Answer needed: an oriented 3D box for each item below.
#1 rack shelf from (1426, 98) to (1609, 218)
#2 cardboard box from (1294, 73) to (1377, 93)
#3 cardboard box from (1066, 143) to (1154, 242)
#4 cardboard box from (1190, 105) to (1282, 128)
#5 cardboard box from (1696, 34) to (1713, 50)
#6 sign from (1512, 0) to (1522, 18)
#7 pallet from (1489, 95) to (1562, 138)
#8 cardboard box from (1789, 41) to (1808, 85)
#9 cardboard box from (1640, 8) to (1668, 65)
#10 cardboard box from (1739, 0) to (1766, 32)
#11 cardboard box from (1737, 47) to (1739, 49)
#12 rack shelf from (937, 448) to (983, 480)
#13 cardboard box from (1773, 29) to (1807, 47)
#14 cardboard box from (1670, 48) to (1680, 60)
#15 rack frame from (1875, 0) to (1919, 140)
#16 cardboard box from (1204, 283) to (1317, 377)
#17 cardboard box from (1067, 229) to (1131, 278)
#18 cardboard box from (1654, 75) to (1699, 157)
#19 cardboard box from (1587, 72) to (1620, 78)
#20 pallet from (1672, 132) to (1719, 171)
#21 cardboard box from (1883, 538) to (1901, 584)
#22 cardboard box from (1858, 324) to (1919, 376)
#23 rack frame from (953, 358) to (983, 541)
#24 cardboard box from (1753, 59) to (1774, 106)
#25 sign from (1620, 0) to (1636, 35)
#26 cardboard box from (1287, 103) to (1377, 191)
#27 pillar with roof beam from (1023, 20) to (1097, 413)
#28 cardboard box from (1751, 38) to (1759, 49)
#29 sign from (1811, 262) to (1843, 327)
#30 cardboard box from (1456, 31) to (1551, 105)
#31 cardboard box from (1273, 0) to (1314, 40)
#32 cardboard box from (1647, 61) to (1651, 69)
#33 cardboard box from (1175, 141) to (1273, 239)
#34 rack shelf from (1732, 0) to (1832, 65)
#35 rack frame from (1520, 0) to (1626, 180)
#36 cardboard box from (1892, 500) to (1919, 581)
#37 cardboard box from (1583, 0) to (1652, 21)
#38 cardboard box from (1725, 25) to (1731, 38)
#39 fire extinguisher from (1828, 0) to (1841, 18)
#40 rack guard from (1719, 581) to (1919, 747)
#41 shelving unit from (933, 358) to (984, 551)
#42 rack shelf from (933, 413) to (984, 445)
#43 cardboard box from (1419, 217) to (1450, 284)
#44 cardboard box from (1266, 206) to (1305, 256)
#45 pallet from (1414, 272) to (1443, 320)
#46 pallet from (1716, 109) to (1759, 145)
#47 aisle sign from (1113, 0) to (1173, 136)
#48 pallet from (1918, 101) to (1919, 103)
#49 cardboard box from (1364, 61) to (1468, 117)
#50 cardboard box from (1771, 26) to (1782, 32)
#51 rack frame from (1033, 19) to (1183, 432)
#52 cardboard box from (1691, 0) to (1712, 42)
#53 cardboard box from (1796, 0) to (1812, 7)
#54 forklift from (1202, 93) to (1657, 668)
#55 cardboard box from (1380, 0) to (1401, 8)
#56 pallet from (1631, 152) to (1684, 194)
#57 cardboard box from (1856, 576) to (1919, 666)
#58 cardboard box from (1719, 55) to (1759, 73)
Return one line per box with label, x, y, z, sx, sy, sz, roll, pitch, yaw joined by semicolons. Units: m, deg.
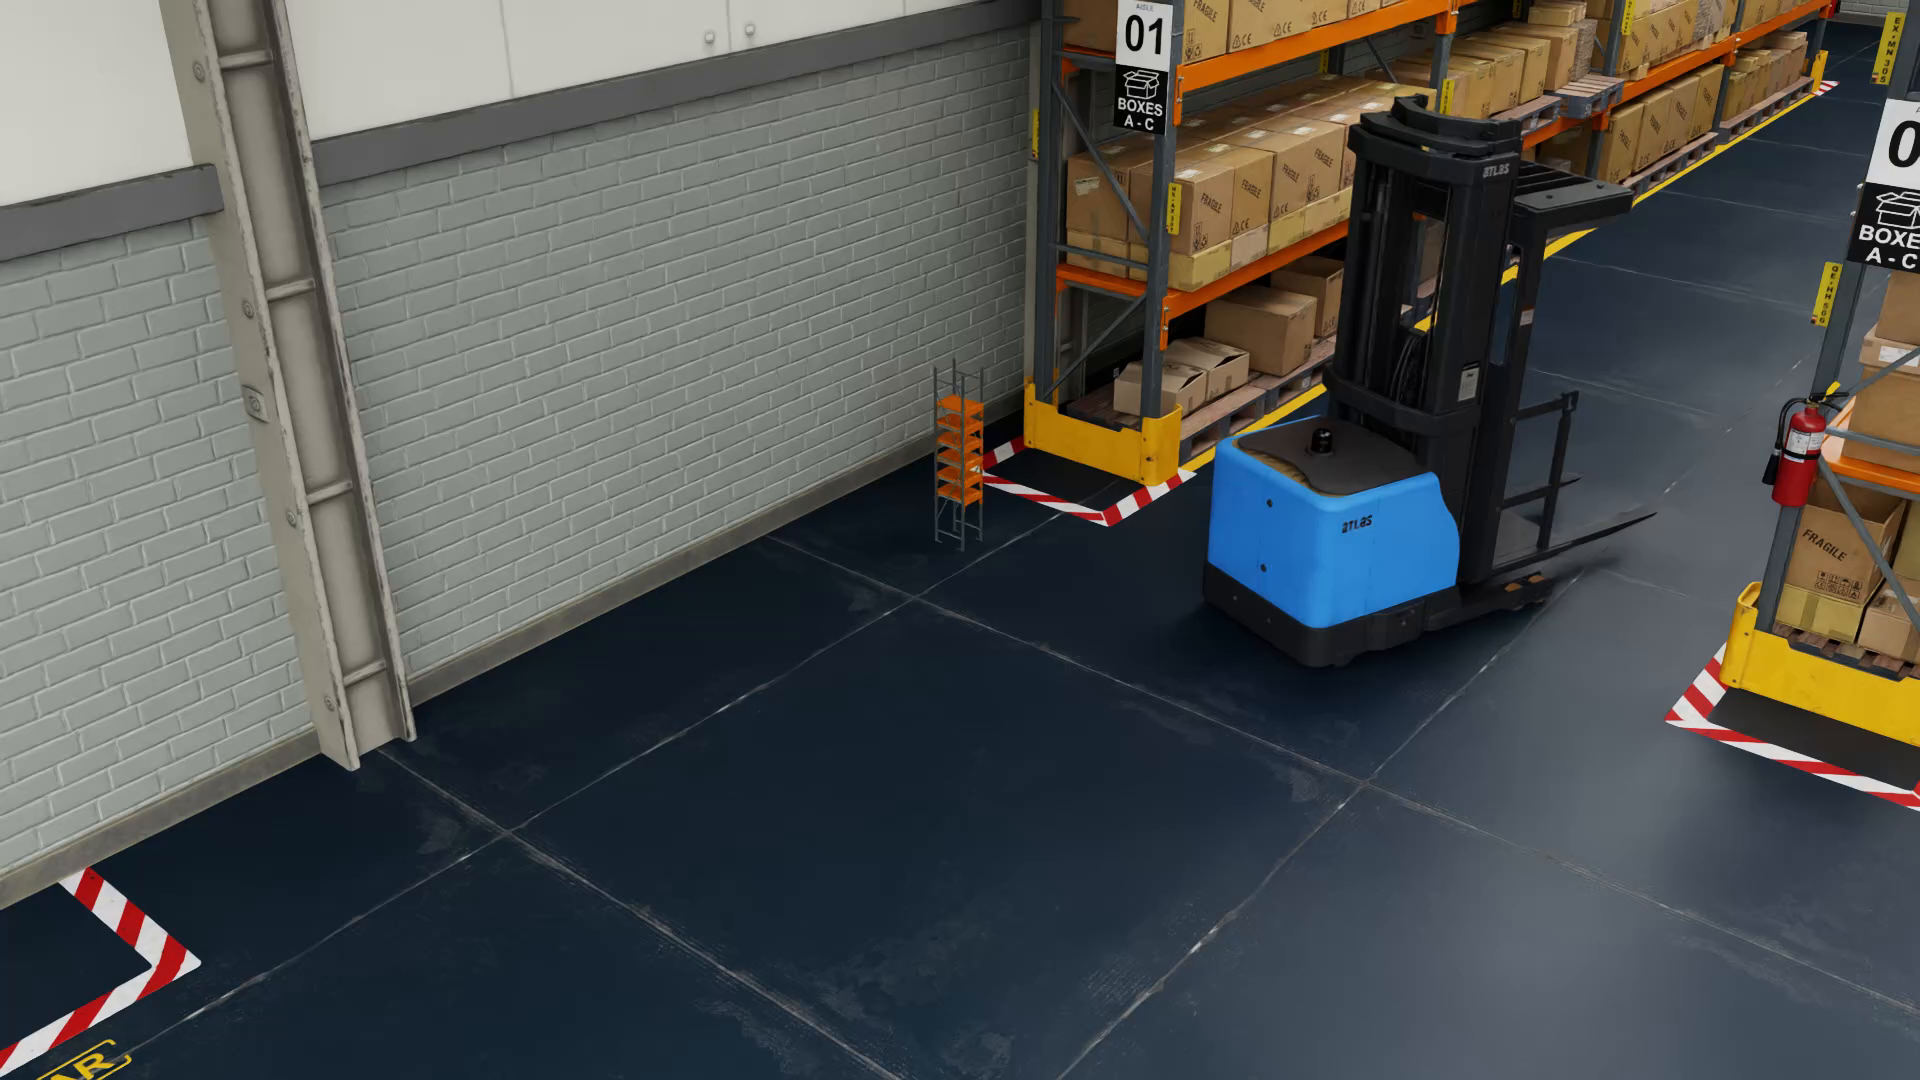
rack shelf;4.762;-3.702;15.424;1.077;0.370;4.000;21;34;34
cardboard box;3.030;-3.482;13.541;0.500;0.500;0.500;20;33;33
cardboard box;1.081;-2.398;11.447;0.500;0.500;0.500;20;34;34
cardboard box;2.055;-2.937;12.488;0.500;0.500;0.500;21;34;35
cardboard box;8.117;-5.557;18.479;0.380;0.149;0.250;21;34;34
sign;5.604;-5.406;16.674;0.100;0.325;0.005;21;34;34
pallet;4.806;-3.931;15.293;1.003;0.211;1.213;21;34;34
cardboard box;10.754;-6.366;22.054;0.700;0.500;0.500;21;34;34
cardboard box;6.881;-5.196;17.075;0.500;0.500;0.500;22;35;36
cardboard box;8.936;-6.469;19.664;0.980;0.700;0.700;21;34;35
cardboard box;9.550;-6.125;20.883;0.380;0.149;0.250;21;34;35
rack shelf;-0.009;-0.488;10.485;0.258;0.103;0.180;21;34;34
cardboard box;10.813;-6.555;21.714;0.380;0.149;0.250;20;34;34
cardboard box;7.562;-5.315;18.011;0.380;0.149;0.250;22;35;36
rack frame;4.770;-3.112;6.972;1.000;3.000;0.127;21;34;34
cardboard box;2.323;-1.646;12.908;0.700;0.500;0.500;18;33;31
cardboard box;1.093;-2.059;11.606;0.500;0.250;0.500;21;34;35
cardboard box;7.702;-4.796;18.638;0.750;0.750;0.750;22;35;36
cardboard box;6.422;-4.677;16.777;0.380;0.149;0.250;20;34;34
pallet;8.146;-4.614;19.440;1.003;0.211;1.213;21;34;34
cardboard box;5.192;0.130;9.770;0.500;0.250;0.500;21;34;34
cardboard box;4.866;-0.971;8.548;0.380;0.149;0.250;20;33;34
rack frame;0.049;-0.560;10.527;0.240;1.200;0.006;21;34;34
cardboard box;9.783;-5.818;20.996;0.700;0.500;0.500;22;34;36
sign;6.459;-5.054;16.081;0.100;0.325;0.005;21;34;34
cardboard box;2.786;-2.975;12.562;0.500;0.500;0.500;20;33;33
pillar with roof beam;4.045;-3.801;8.304;9.100;9.000;0.400;21;34;34
cardboard box;10.037;-6.398;21.410;0.380;0.149;0.250;21;34;35
sign;4.360;-1.230;8.346;0.100;0.325;0.005;21;34;34
cardboard box;4.967;-4.352;15.311;0.700;0.500;0.500;21;34;34
cardboard box;2.047;-3.690;11.224;0.500;0.500;0.500;23;35;37
cardboard box;7.047;-5.053;17.504;0.380;0.149;0.250;22;34;35
cardboard box;1.803;-2.423;11.494;0.500;0.500;0.500;21;34;35
rack shelf;9.850;-6.538;20.907;1.077;0.370;4.000;21;34;34
rack frame;6.034;-4.730;16.629;1.000;3.000;0.127;21;34;34
cardboard box;5.600;-0.049;9.299;0.500;0.500;0.500;21;34;34
cardboard box;6.540;-5.345;16.546;0.500;0.250;0.500;22;34;36
cardboard box;8.582;-5.843;19.032;0.380;0.149;0.250;21;34;35
fire extinguisher;11.575;-7.285;22.058;0.296;0.674;0.183;21;34;34
rack guard;4.755;0.671;8.908;1.175;0.500;0.348;21;34;34
shelving unit;-0.009;-0.528;10.464;0.258;1.200;0.189;21;34;34
rack shelf;-0.009;-0.701;10.375;0.258;0.103;0.180;21;34;34
cardboard box;3.945;-2.663;14.875;0.700;0.500;0.500;22;35;36
cardboard box;2.149;-2.284;12.041;0.500;0.250;0.500;20;34;34
pallet;3.984;-2.350;15.063;1.003;0.211;1.213;21;34;34
pallet;9.122;-5.157;20.488;1.003;0.211;1.213;21;34;34
aisle sign;1.131;-2.935;10.330;0.394;0.787;0.004;21;34;34
pallet;5.240;-1.984;8.151;1.003;0.211;1.213;21;34;34
cardboard box;3.840;-3.722;14.093;0.700;0.500;0.500;21;34;35
cardboard box;10.680;-6.756;22.103;0.380;0.149;0.250;21;34;35
rack frame;0.945;-1.894;11.146;1.000;3.000;0.127;21;34;34
cardboard box;7.836;-5.737;18.121;0.500;0.500;0.500;21;34;34
cardboard box;10.352;-7.255;21.183;0.980;0.700;0.700;20;34;34
forklift;2.983;-1.072;9.632;3.031;2.935;1.130;-15;31;-27
cardboard box;3.028;-4.271;12.346;0.500;0.500;0.500;18;32;30
pallet;7.370;-4.180;18.600;1.003;0.211;1.213;21;34;34
cardboard box;5.283;0.462;9.128;0.500;0.250;0.500;21;34;34
cardboard box;9.492;-5.816;20.286;0.380;0.149;0.250;22;35;36
